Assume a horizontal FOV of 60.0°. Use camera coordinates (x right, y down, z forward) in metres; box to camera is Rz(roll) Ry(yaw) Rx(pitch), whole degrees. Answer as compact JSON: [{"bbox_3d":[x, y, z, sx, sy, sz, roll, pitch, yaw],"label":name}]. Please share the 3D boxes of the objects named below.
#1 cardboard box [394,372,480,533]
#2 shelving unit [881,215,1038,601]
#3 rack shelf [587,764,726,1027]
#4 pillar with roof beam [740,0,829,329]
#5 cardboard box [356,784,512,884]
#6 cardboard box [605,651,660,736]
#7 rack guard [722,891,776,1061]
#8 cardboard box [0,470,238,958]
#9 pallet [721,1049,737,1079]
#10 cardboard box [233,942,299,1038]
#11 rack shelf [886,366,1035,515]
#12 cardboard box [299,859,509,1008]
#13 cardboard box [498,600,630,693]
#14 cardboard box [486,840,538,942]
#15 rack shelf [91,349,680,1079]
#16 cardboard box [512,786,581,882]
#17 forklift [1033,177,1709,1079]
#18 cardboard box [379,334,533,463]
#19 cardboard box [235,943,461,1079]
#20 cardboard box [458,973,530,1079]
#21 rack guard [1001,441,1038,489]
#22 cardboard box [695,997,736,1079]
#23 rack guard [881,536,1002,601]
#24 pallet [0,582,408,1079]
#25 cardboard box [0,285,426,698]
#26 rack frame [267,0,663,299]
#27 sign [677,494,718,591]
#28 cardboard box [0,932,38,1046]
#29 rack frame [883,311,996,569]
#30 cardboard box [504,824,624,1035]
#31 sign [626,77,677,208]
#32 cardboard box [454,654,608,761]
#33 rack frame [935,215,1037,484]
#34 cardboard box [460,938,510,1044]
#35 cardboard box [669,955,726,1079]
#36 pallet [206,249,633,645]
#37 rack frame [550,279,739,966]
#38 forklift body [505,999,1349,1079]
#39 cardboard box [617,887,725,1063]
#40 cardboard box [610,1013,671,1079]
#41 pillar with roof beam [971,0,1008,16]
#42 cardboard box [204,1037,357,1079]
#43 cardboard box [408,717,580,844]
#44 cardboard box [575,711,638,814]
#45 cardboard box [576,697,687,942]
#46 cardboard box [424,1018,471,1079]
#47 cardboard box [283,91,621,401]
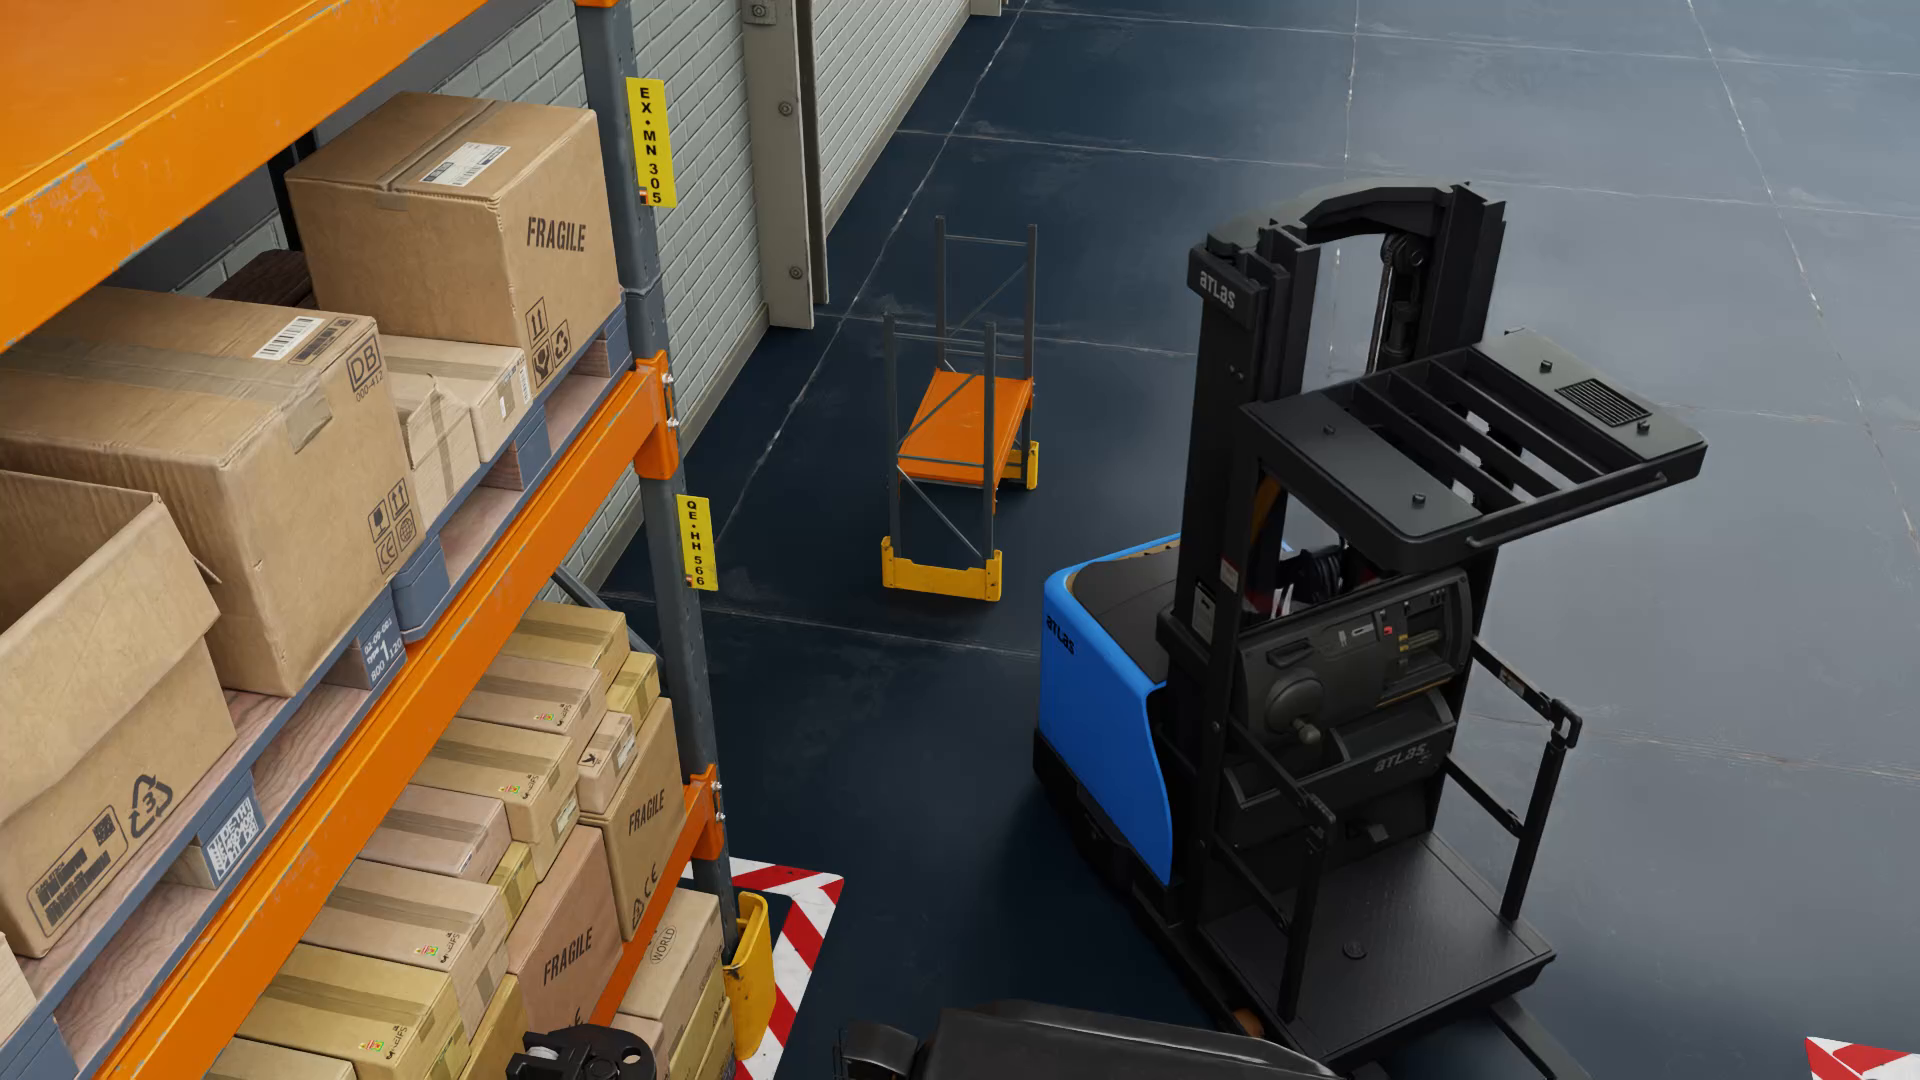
[{"bbox_3d":[-1.216,-0.213,3.374,0.396,0.266,0.258,7,37,10],"label":"cardboard box"},{"bbox_3d":[0.016,-0.651,8.140,0.587,1.500,1.083,7,37,10],"label":"shelving unit"},{"bbox_3d":[-1.709,1.937,3.905,1.077,0.370,4.000,7,37,10],"label":"rack shelf"},{"bbox_3d":[3.177,-4.544,7.122,9.100,9.000,0.400,7,37,10],"label":"pillar with roof beam"},{"bbox_3d":[-1.330,0.739,4.053,0.380,0.149,0.250,8,37,10],"label":"cardboard box"},{"bbox_3d":[-1.082,0.430,4.733,0.380,0.149,0.250,8,37,11],"label":"cardboard box"},{"bbox_3d":[-1.276,1.497,6.028,1.175,0.500,0.348,7,37,10],"label":"rack guard"},{"bbox_3d":[-1.617,0.222,2.571,0.797,0.503,0.637,8,37,11],"label":"cardboard box"},{"bbox_3d":[-1.404,2.072,5.482,1.003,0.211,1.213,7,37,10],"label":"pallet"},{"bbox_3d":[-1.851,1.298,4.088,0.500,0.500,0.500,7,37,10],"label":"cardboard box"},{"bbox_3d":[0.018,-0.511,8.253,0.538,0.185,1.000,7,37,10],"label":"rack shelf"},{"bbox_3d":[-1.277,0.903,3.827,0.380,0.149,0.250,8,37,11],"label":"cardboard box"},{"bbox_3d":[-1.152,0.307,4.649,0.380,0.149,0.250,7,37,10],"label":"cardboard box"},{"bbox_3d":[-1.287,0.862,4.137,0.380,0.149,0.250,7,37,10],"label":"cardboard box"},{"bbox_3d":[-1.709,0.722,3.024,1.077,0.370,4.000,7,37,10],"label":"rack shelf"},{"bbox_3d":[-1.223,0.721,4.331,0.380,0.149,0.250,8,37,11],"label":"cardboard box"},{"bbox_3d":[1.427,0.459,5.389,1.130,2.935,3.031,-17,39,-22],"label":"forklift"},{"bbox_3d":[-1.162,-0.311,3.609,0.380,0.149,0.250,6,36,9],"label":"cardboard box"},{"bbox_3d":[-1.327,1.051,3.622,0.380,0.149,0.250,8,37,11],"label":"cardboard box"},{"bbox_3d":[-1.359,1.364,3.997,0.500,0.500,0.500,7,36,9],"label":"cardboard box"},{"bbox_3d":[0.123,-0.430,8.901,0.587,0.250,0.087,7,37,10],"label":"rack guard"},{"bbox_3d":[-1.073,1.751,5.533,0.500,0.250,0.500,8,37,10],"label":"cardboard box"},{"bbox_3d":[-0.090,0.141,8.113,0.587,0.250,0.087,7,37,10],"label":"rack guard"},{"bbox_3d":[-1.716,0.424,2.899,1.003,0.211,1.213,7,37,10],"label":"pallet"},{"bbox_3d":[-1.454,-0.108,3.028,0.700,0.500,0.500,8,37,10],"label":"cardboard box"},{"bbox_3d":[-1.281,-1.930,3.515,1.000,3.000,0.127,7,37,10],"label":"rack frame"},{"bbox_3d":[-0.754,0.010,4.761,0.100,0.325,0.005,7,37,10],"label":"sign"},{"bbox_3d":[-1.522,0.609,2.240,0.396,0.266,0.258,6,36,9],"label":"cardboard box"},{"bbox_3d":[-0.090,-0.365,7.745,0.500,1.500,0.032,7,37,10],"label":"rack frame"},{"bbox_3d":[-1.250,1.070,4.403,0.500,0.500,0.500,8,37,11],"label":"cardboard box"},{"bbox_3d":[-0.754,-0.966,4.054,0.100,0.325,0.005,7,37,10],"label":"sign"},{"bbox_3d":[-1.174,0.452,4.448,0.380,0.149,0.250,7,37,10],"label":"cardboard box"},{"bbox_3d":[0.127,-0.948,8.550,0.500,1.500,0.032,7,37,10],"label":"rack frame"},{"bbox_3d":[-1.298,1.021,3.918,0.380,0.149,0.250,6,36,8],"label":"cardboard box"},{"bbox_3d":[-1.080,1.558,5.374,0.500,0.250,0.500,7,36,9],"label":"cardboard box"},{"bbox_3d":[-1.458,-0.278,3.866,1.003,0.211,1.213,7,37,10],"label":"pallet"},{"bbox_3d":[-1.281,0.499,5.276,1.000,3.000,0.127,7,37,10],"label":"rack frame"},{"bbox_3d":[0.096,2.158,3.709,2.313,2.155,1.214,7,37,10],"label":"forklift body"},{"bbox_3d":[-1.075,1.341,5.248,0.500,0.250,0.500,8,37,12],"label":"cardboard box"},{"bbox_3d":[-1.178,1.634,4.843,0.500,0.250,0.500,8,37,11],"label":"cardboard box"},{"bbox_3d":[4.458,-7.984,11.868,9.100,9.000,0.400,7,37,10],"label":"pillar with roof beam"},{"bbox_3d":[-1.474,1.187,3.434,0.380,0.149,0.250,8,37,11],"label":"cardboard box"},{"bbox_3d":[-1.204,0.606,4.237,0.380,0.149,0.250,8,37,11],"label":"cardboard box"},{"bbox_3d":[-1.107,0.580,4.526,0.380,0.149,0.250,8,37,11],"label":"cardboard box"},{"bbox_3d":[-1.130,0.774,4.812,0.500,0.500,0.500,7,36,9],"label":"cardboard box"},{"bbox_3d":[-1.332,1.168,3.714,0.380,0.149,0.250,8,37,10],"label":"cardboard box"},{"bbox_3d":[-1.138,-0.682,3.821,0.500,0.500,0.500,8,37,11],"label":"cardboard box"}]
